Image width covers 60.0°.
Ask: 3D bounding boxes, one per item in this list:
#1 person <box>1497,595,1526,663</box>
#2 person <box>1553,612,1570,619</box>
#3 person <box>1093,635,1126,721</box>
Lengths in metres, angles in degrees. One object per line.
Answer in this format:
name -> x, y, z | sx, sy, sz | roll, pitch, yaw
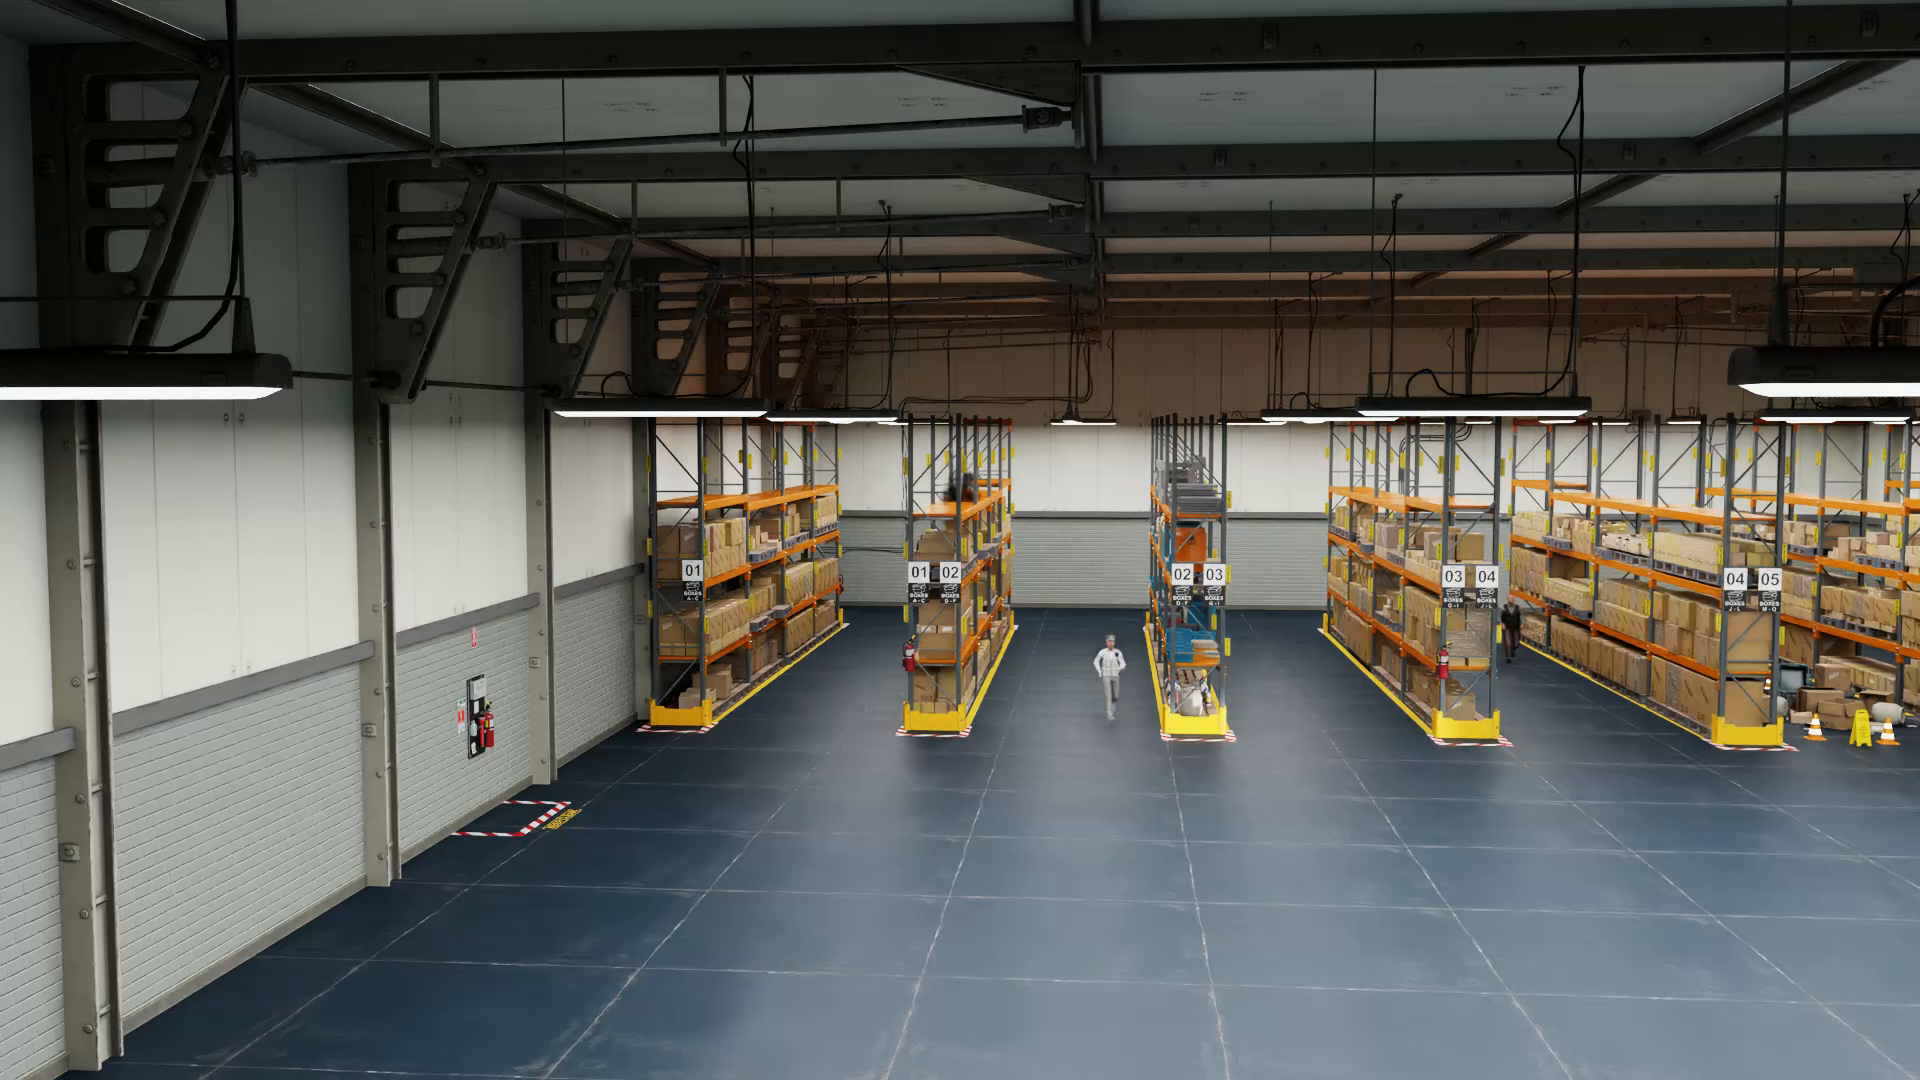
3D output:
person -> 13.411, 2.160, 40.507 | 0.705, 1.678, 0.614 | 1, 4, 9
person -> 17.126, 1.706, 47.302 | 0.540, 1.692, 0.669 | 1, 4, 10
person -> 2.955, 2.685, 32.772 | 0.625, 1.660, 0.748 | 0, 4, -4
